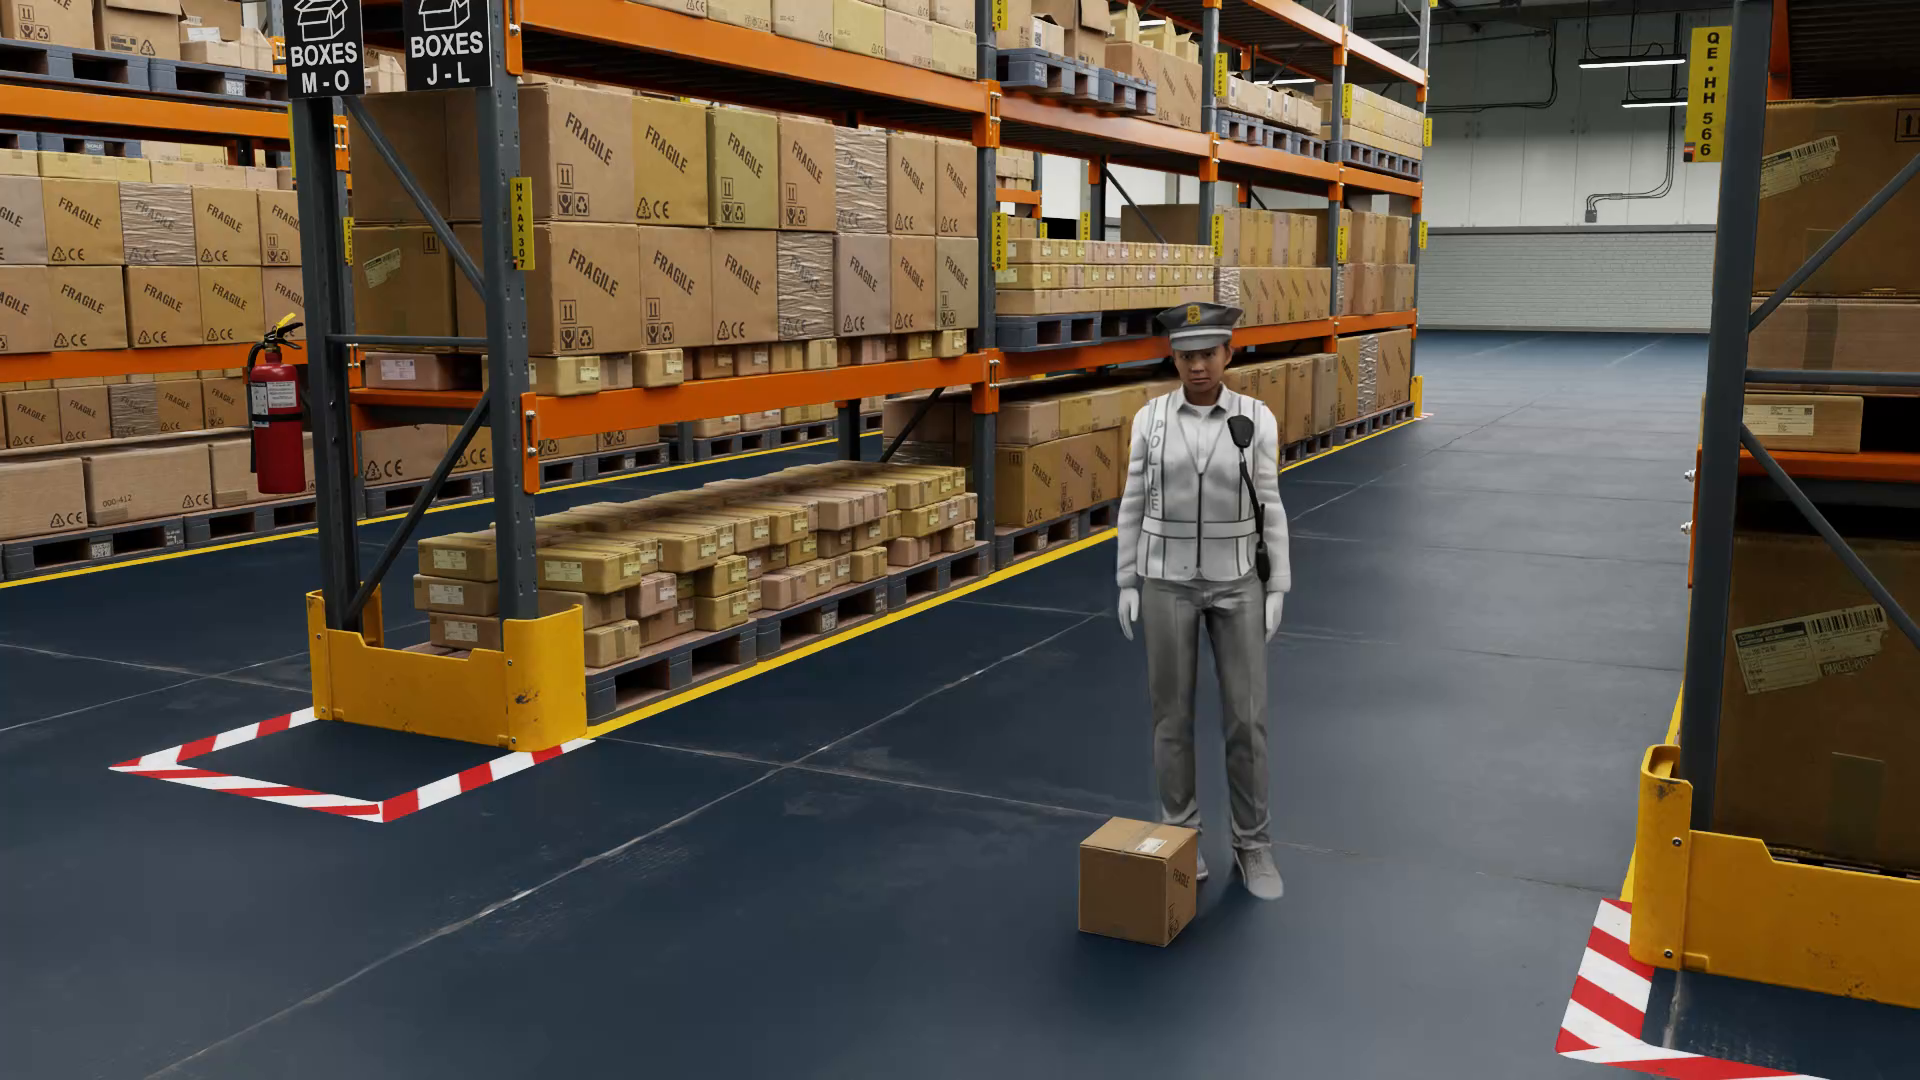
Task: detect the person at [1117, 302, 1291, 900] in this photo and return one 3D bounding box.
[{"bbox_3d":[0.706,0.180,4.816,0.520,1.727,0.377,2,9,10],"label":"person"}]
